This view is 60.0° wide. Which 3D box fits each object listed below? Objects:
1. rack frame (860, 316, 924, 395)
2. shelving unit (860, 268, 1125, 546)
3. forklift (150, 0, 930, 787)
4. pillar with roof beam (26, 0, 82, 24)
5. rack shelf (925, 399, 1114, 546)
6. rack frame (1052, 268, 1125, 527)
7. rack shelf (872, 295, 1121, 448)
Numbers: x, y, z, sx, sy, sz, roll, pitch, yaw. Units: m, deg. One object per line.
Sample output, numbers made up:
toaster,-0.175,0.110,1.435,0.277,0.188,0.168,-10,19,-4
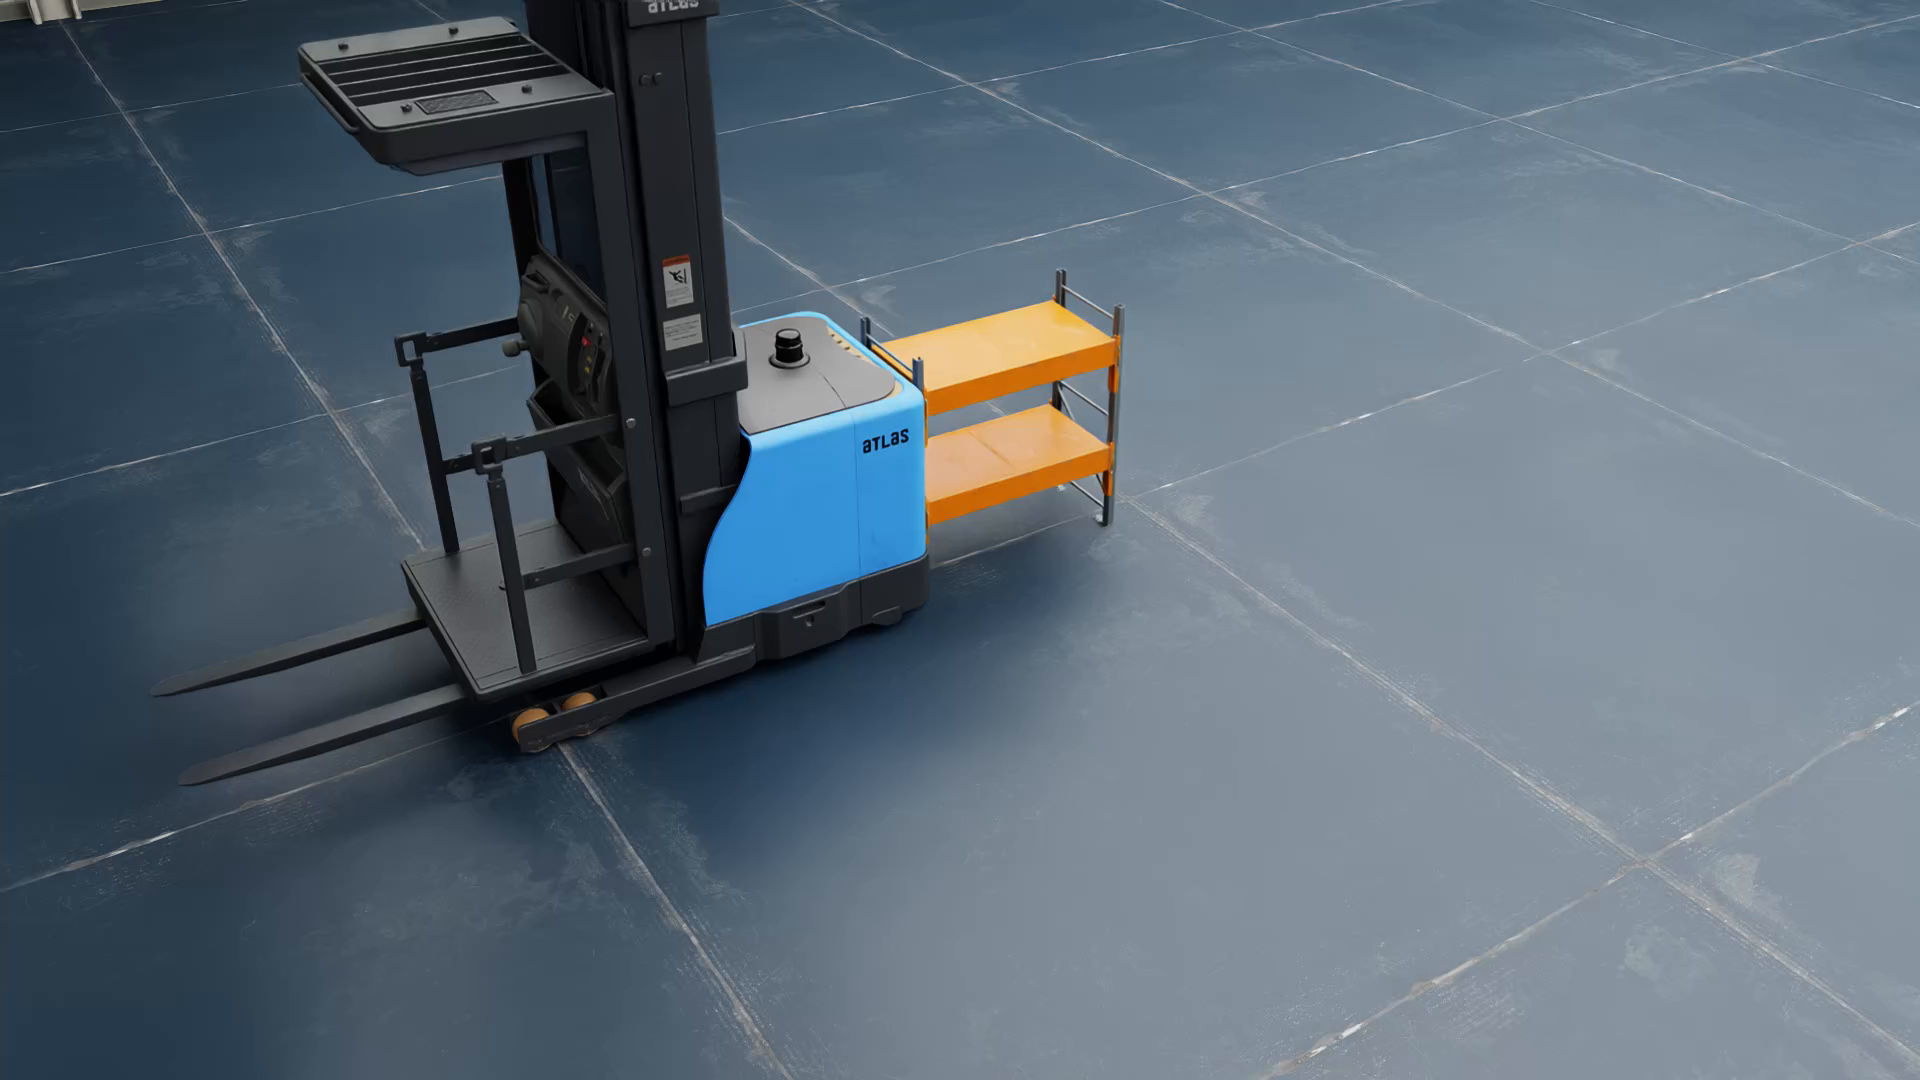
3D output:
rack frame,-0.290,-0.374,7.289,0.032,1.125,0.500,-18,36,-26
shelving unit,0.145,-0.514,7.510,1.048,1.125,0.538,-18,36,-26
forklift,-1.660,-0.740,6.176,3.031,2.935,1.130,-18,36,-26
pillar with roof beam,-6.056,-6.726,9.978,0.400,9.000,9.100,-19,37,-27
rack shelf,0.145,-0.307,7.640,1.000,0.278,0.538,-18,36,-26
rack frame,0.581,-0.653,7.731,0.032,1.125,0.500,-18,36,-26
rack shelf,0.145,-0.761,7.354,1.000,0.278,0.538,-18,36,-26
